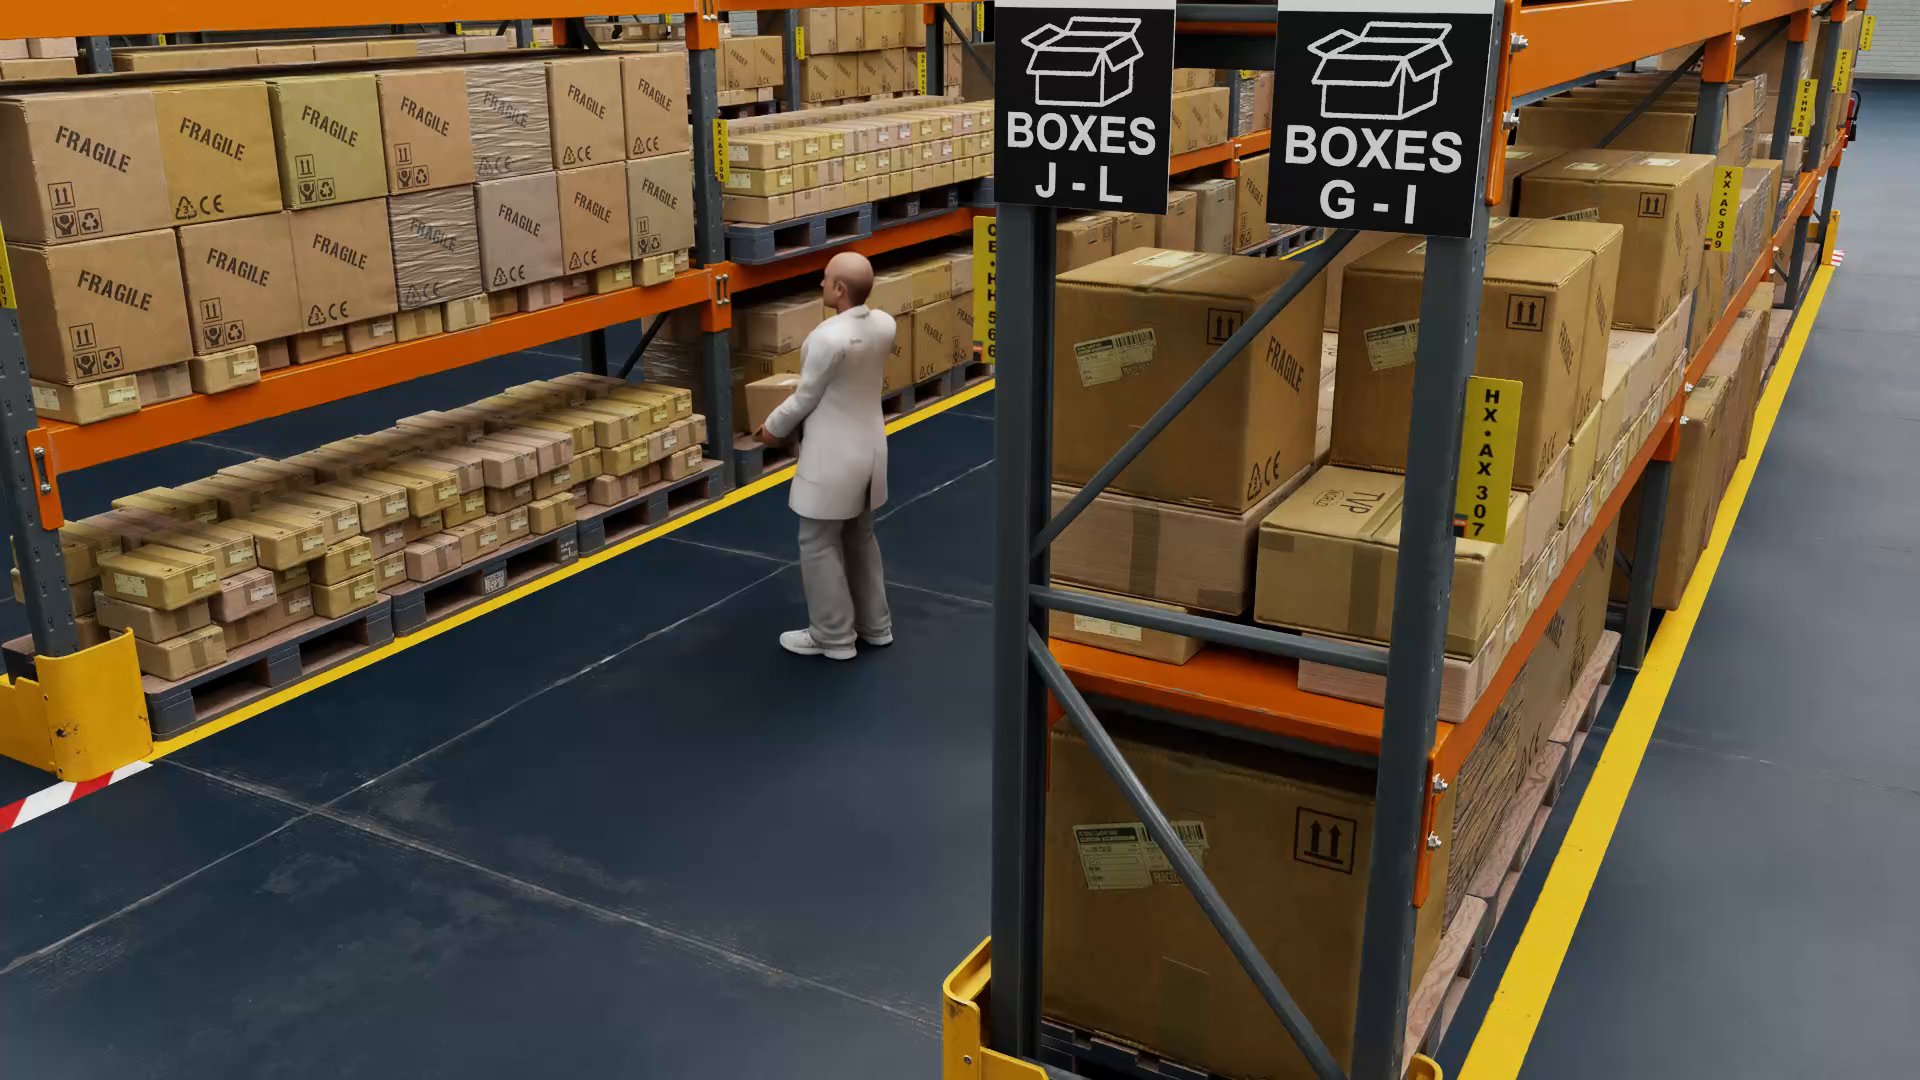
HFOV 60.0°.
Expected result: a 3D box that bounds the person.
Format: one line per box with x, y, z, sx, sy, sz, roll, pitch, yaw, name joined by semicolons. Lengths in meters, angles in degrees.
-0.586;-0.367;7.157;0.553;1.772;0.529;11;22;29;person
